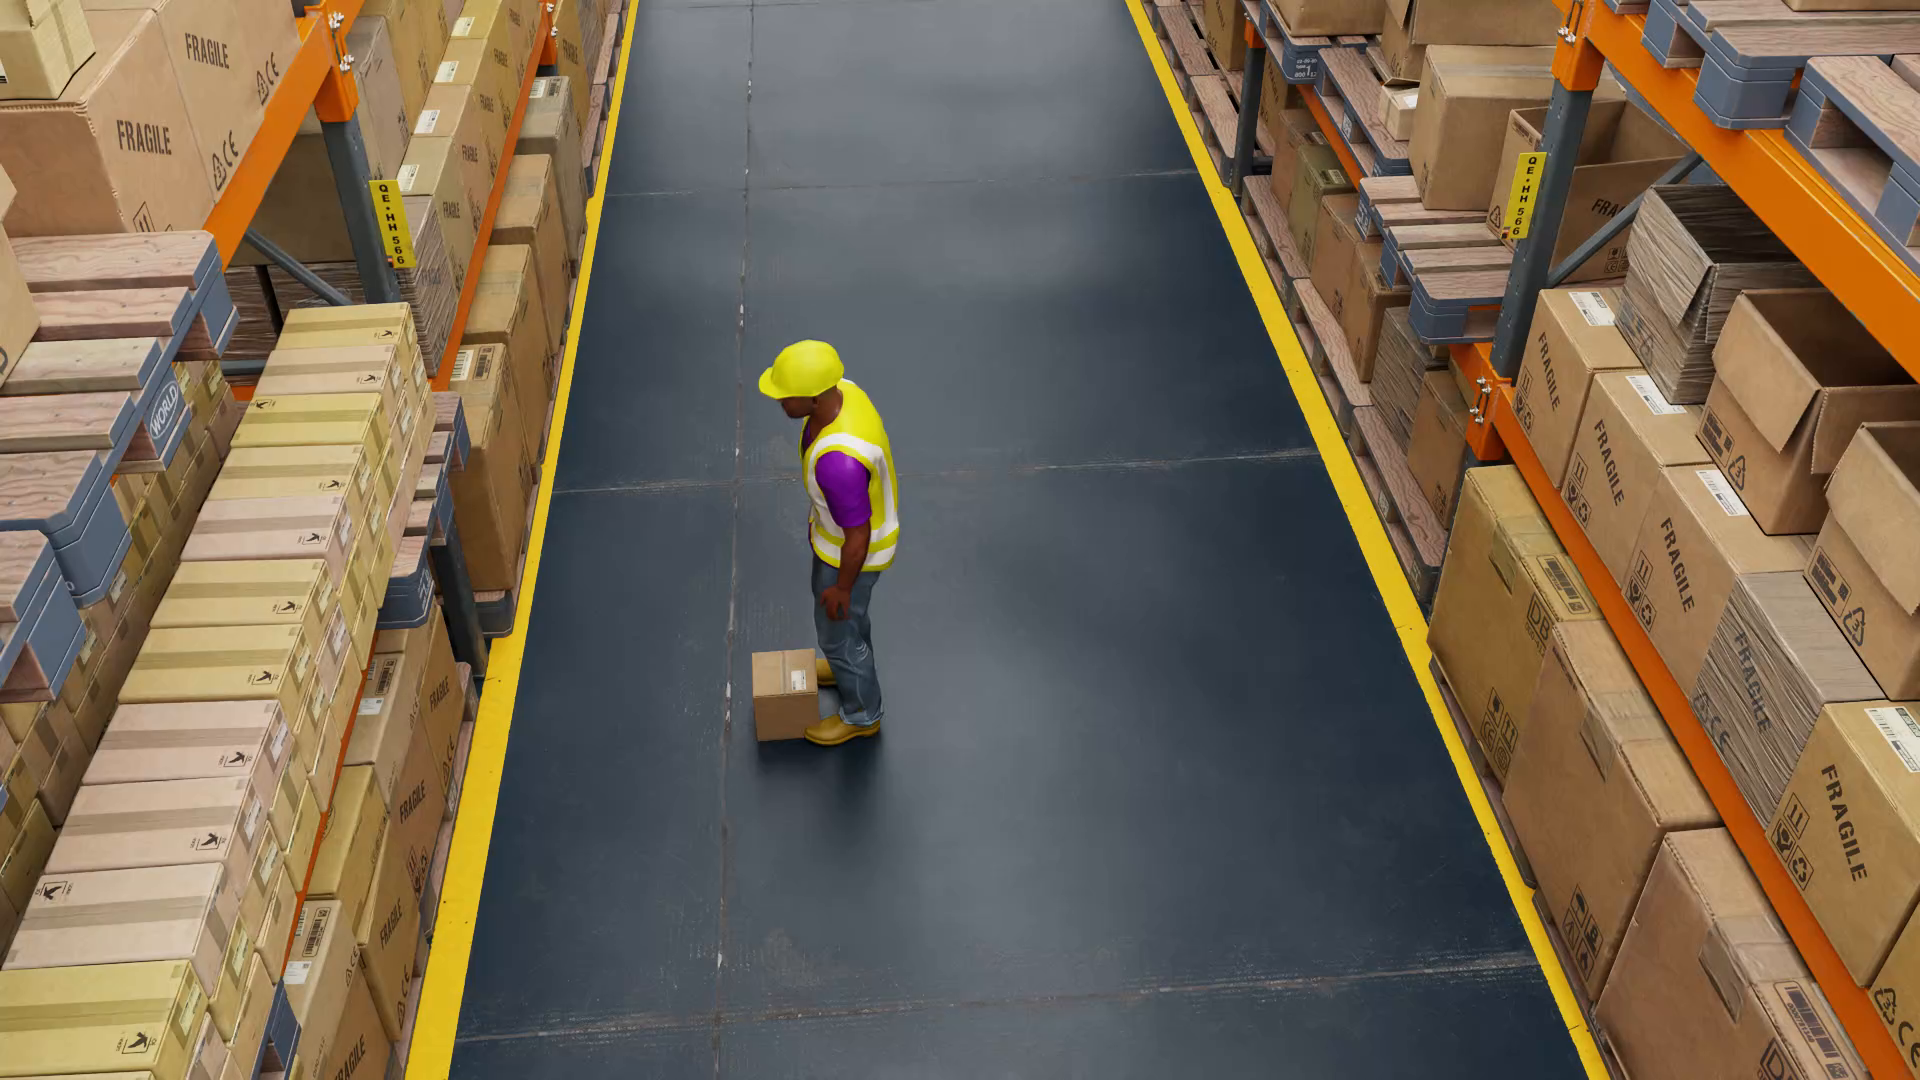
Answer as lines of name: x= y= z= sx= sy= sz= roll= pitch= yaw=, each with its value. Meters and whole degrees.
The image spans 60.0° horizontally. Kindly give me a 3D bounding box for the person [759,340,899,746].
person: x=-0.458 y=0.003 z=6.136 sx=0.460 sy=1.760 sz=0.631 roll=-5 pitch=39 yaw=-6
